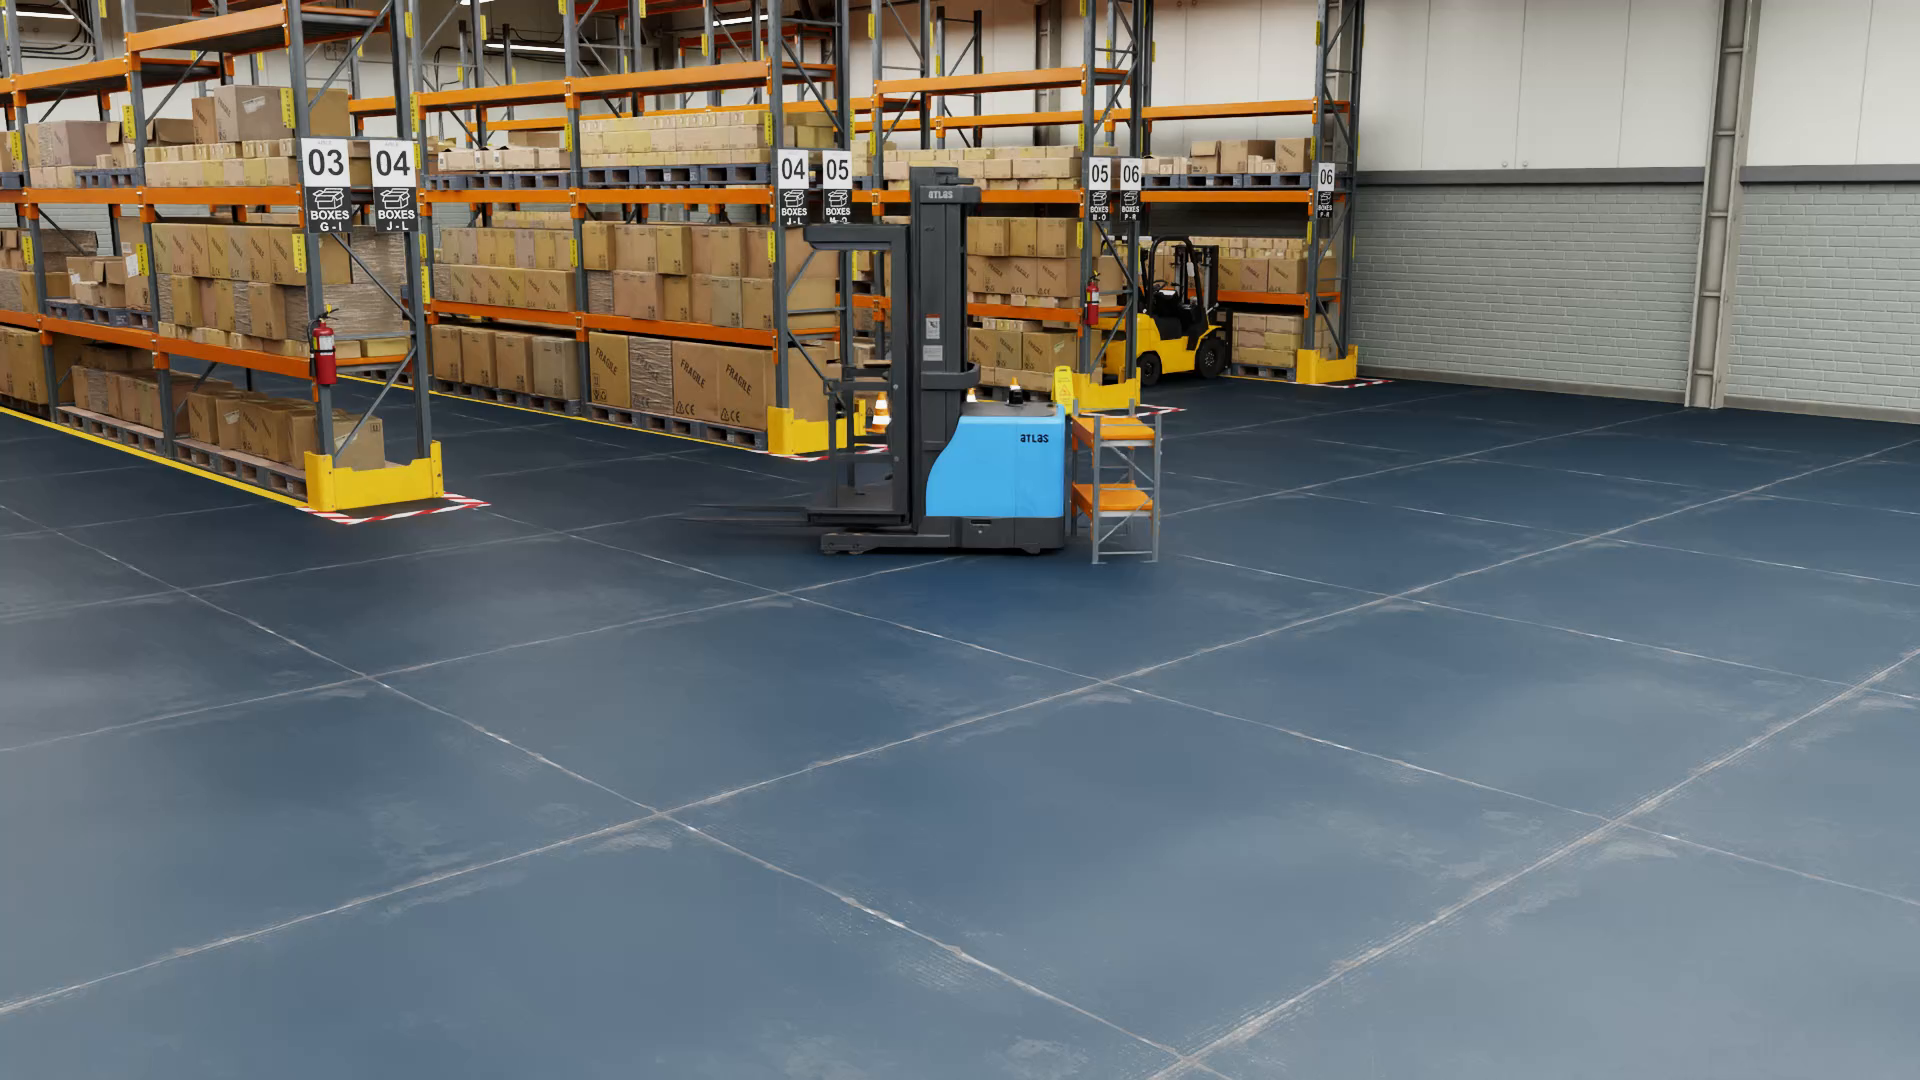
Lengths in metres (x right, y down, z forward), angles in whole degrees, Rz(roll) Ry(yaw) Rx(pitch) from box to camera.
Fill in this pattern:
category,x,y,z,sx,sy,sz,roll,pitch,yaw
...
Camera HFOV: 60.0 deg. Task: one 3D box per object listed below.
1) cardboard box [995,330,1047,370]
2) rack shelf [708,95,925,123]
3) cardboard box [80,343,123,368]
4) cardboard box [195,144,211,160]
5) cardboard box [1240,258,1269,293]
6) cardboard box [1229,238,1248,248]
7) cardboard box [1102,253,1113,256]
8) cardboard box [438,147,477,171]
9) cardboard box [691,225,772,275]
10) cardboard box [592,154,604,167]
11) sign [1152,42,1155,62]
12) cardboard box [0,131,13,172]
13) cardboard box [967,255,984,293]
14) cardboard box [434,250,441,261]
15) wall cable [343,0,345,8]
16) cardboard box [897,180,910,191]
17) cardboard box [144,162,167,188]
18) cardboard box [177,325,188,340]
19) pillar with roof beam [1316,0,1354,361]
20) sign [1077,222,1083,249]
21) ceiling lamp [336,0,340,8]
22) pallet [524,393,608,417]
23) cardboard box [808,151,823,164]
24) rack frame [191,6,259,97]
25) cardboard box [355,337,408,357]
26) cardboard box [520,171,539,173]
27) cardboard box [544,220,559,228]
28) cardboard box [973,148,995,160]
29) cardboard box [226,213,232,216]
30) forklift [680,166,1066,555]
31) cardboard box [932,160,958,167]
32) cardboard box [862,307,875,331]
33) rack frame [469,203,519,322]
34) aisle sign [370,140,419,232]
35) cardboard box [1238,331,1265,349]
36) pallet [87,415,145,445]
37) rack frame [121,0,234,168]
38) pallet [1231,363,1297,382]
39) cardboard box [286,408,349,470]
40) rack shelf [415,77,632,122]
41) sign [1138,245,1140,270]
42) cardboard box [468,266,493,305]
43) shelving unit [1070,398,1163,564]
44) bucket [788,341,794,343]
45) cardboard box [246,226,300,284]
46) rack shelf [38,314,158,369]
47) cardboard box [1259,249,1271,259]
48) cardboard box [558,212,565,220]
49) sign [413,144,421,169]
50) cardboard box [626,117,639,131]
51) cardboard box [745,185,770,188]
category,x,y,z,sx,sy,sz,roll,pitch,yaw
cardboard box,0.822,-2.571,22.372,0.500,0.500,0.500,-10,15,-40
rack shelf,-2.217,-6.454,25.212,1.077,0.370,4.000,-11,16,-43
cardboard box,-10.281,-2.240,20.096,0.500,0.250,0.500,-10,15,-40
cardboard box,-7.074,-3.707,15.920,0.380,0.149,0.250,-11,16,-44
cardboard box,4.633,-4.042,25.349,0.500,0.500,0.500,-10,15,-41
cardboard box,4.343,-4.551,25.477,0.380,0.149,0.250,-10,16,-41
cardboard box,2.228,-4.672,27.787,0.500,0.250,0.500,-11,16,-44
cardboard box,-6.767,-5.195,22.694,0.500,0.311,0.500,-11,16,-42
cardboard box,-2.547,-3.314,19.015,0.875,0.550,0.550,-11,16,-43
cardboard box,-4.160,-4.530,19.868,0.380,0.149,0.250,-11,16,-42
sign,3.170,-8.012,27.290,0.100,0.325,0.005,-11,16,-43
cardboard box,-11.898,-4.892,20.998,0.500,0.500,0.500,-10,15,-40
cardboard box,0.331,-3.648,22.698,0.500,0.500,0.500,-11,16,-42
cardboard box,-7.475,-4.159,24.271,0.250,0.149,0.380,11,16,44
wall cable,-14.011,-12.338,34.645,2.355,3.000,0.029,-11,16,-43
cardboard box,-0.659,-4.992,23.398,0.380,0.149,0.250,-11,16,-42
cardboard box,-7.877,-3.686,16.805,0.500,0.250,0.500,11,16,43
cardboard box,-7.716,-2.124,16.910,0.380,0.149,0.250,-11,16,-43
pillar with roof beam,2.572,-6.446,22.400,9.100,9.000,0.400,-11,16,-43
sign,1.511,-3.836,20.944,0.100,0.325,0.005,-11,16,-43
ceiling lamp,-12.730,-11.375,31.855,2.000,3.185,0.800,-11,16,-43
pallet,-4.933,-1.804,21.645,1.003,0.211,1.213,-11,16,-43
cardboard box,-1.588,-4.179,18.164,0.380,0.149,0.250,-11,16,-42
rack frame,-12.633,-7.757,28.763,1.000,3.000,0.127,-11,16,-43
cardboard box,-5.265,-1.759,15.140,0.380,0.149,0.250,-11,16,-43
cardboard box,-7.839,-6.981,30.893,0.500,0.500,0.500,-11,16,-42
cardboard box,-7.230,-5.584,30.356,0.500,0.500,0.500,-11,16,-43
cardboard box,0.396,-5.152,22.200,0.380,0.149,0.250,-10,16,-41
cardboard box,-12.162,-5.328,28.377,0.500,0.500,0.500,-10,15,-41
forklift,-0.676,-1.427,13.073,3.031,2.935,1.130,1,12,4
cardboard box,-0.030,-5.062,22.750,0.500,0.250,0.500,-11,16,-42
cardboard box,-1.532,-4.285,31.931,0.500,0.500,0.500,11,16,43
rack frame,-9.123,-5.524,32.788,1.000,3.000,0.127,-11,16,-43
aisle sign,-4.981,-3.114,14.648,0.394,0.787,0.004,-11,16,-43
cardboard box,4.613,-3.087,25.495,0.500,0.250,0.500,-11,16,-43
pallet,-9.388,-1.317,19.281,1.003,0.211,1.213,-11,16,-43
rack frame,-8.003,-5.330,16.979,1.000,3.000,0.127,-11,16,-43
pallet,4.956,-2.621,25.609,1.003,0.211,1.213,-11,16,-43
cardboard box,-6.097,-0.965,15.815,0.500,0.500,0.500,-6,13,-28
rack shelf,-5.727,-5.750,21.792,1.077,0.370,4.000,-11,16,-43
sign,2.319,-3.688,21.734,0.100,0.325,0.005,-11,16,-43
cardboard box,-6.292,-3.450,22.475,0.500,0.500,0.500,-11,16,-43
shelving unit,1.200,-0.480,12.953,0.538,1.125,1.048,-1,12,-5
bucket,-2.584,-2.510,22.508,0.726,0.611,0.620,-5,3,-23
cardboard box,-6.149,-2.610,15.183,0.500,0.500,0.500,-11,16,-43
rack shelf,-9.384,-2.331,19.074,1.077,0.370,4.000,-11,16,-43
cardboard box,4.739,-4.339,25.181,0.380,0.149,0.250,-11,16,-42
cardboard box,-7.072,-5.888,30.224,0.380,0.149,0.250,-11,16,-42
sign,-7.502,-5.299,22.981,0.100,0.325,0.005,-11,16,-43
cardboard box,-3.635,-4.810,19.249,0.380,0.149,0.250,-11,16,-42
cardboard box,-2.951,-5.734,26.130,0.700,0.500,0.500,-11,16,-43
